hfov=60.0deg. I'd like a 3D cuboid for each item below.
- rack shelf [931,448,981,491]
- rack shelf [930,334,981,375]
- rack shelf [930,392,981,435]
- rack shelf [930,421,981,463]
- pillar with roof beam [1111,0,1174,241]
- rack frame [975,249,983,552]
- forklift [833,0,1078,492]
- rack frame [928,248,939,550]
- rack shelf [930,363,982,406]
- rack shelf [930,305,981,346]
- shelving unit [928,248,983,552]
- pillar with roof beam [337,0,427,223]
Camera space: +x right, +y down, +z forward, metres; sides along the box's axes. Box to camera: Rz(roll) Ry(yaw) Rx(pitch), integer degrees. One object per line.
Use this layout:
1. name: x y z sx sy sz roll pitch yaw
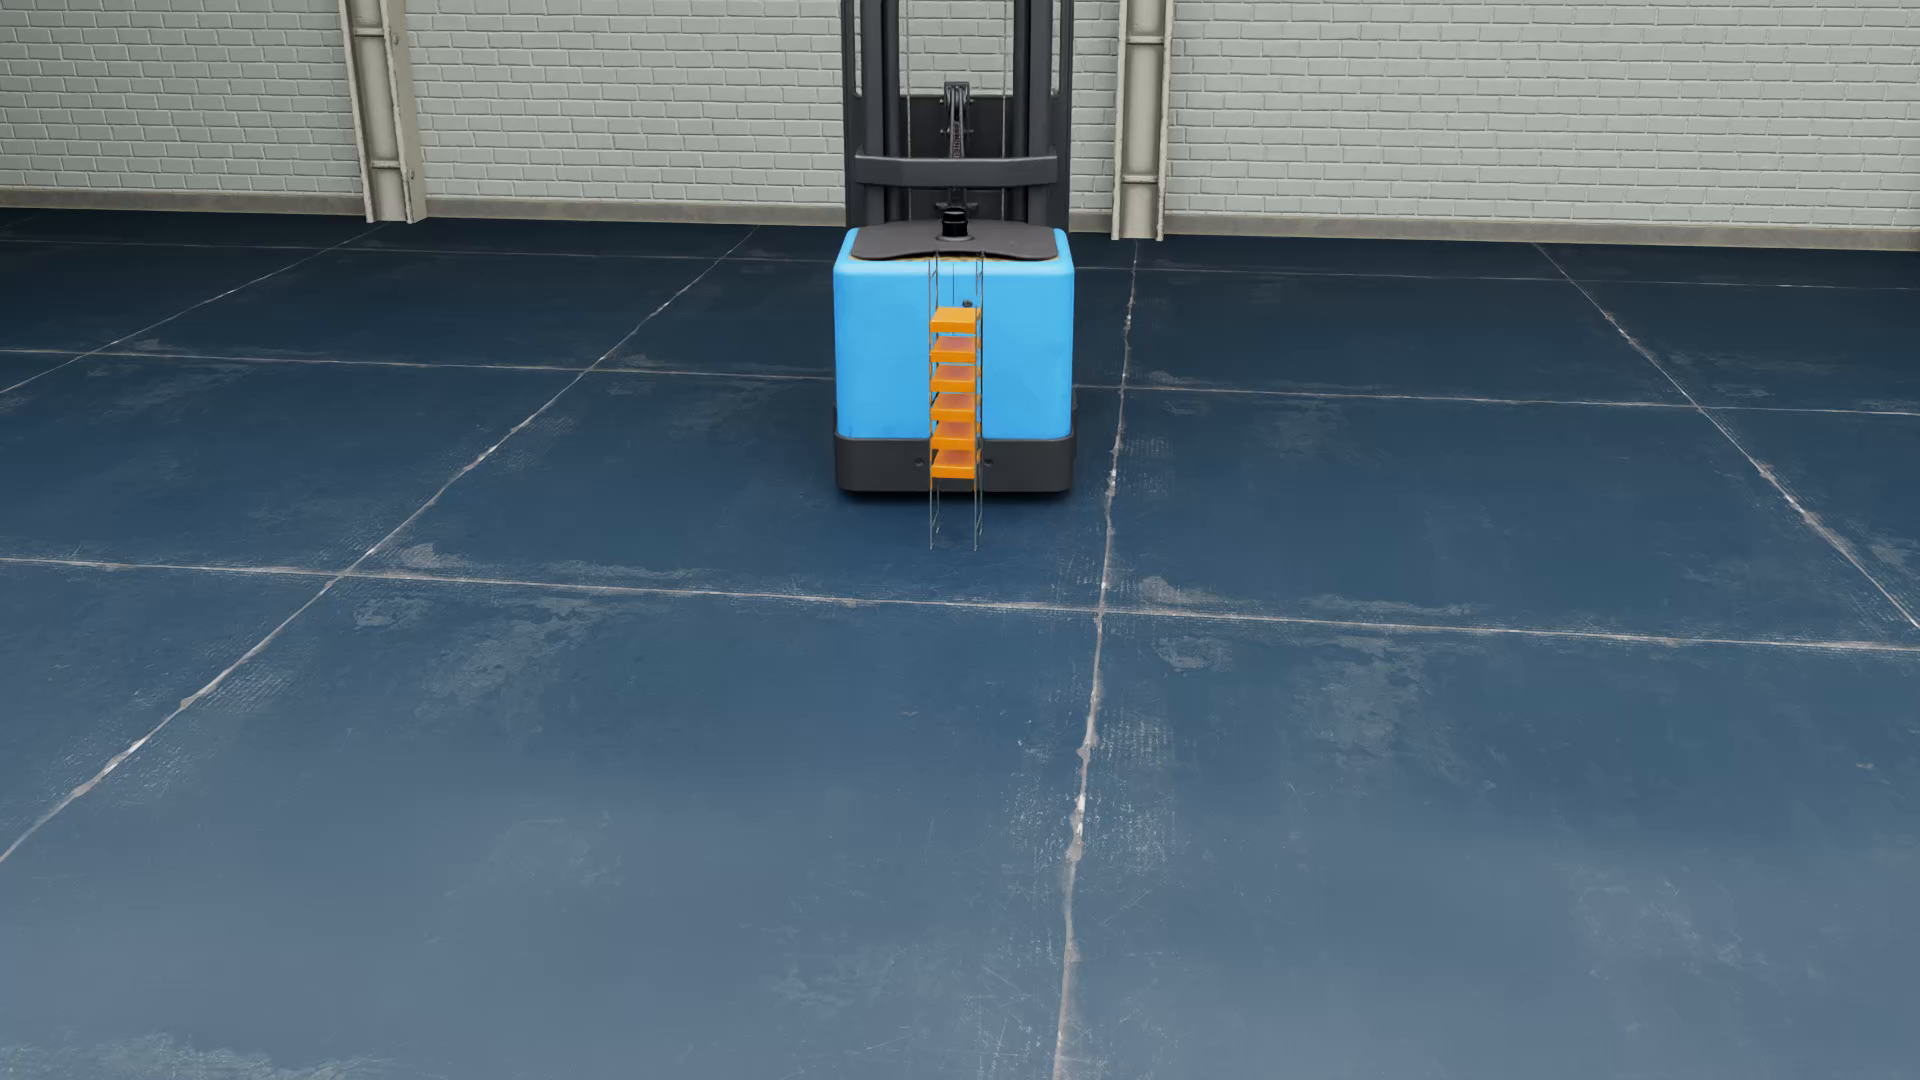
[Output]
1. rack shelf: -0.014 -0.294 6.825 0.180 0.103 0.258 2 22 6
2. rack shelf: -0.014 -0.740 6.649 0.180 0.103 0.258 2 22 6
3. rack shelf: -0.014 -0.517 6.737 0.180 0.103 0.258 2 22 6
4. rack shelf: -0.014 -0.406 6.781 0.180 0.103 0.258 2 22 6
5. pillar with roof beam: 0.870 -4.968 7.266 0.400 9.000 9.100 2 22 6
6. rack frame: 0.076 -0.555 6.711 0.006 1.200 0.240 2 22 6
7. forklift: -0.010 -2.064 8.173 1.130 2.935 3.031 0 22 1
8. rack frame: -0.105 -0.563 6.731 0.006 1.200 0.240 2 22 6
9. rack shelf: -0.014 -0.629 6.693 0.180 0.103 0.258 2 22 6
10. rack shelf: -0.014 -0.852 6.605 0.180 0.103 0.258 2 22 6
11. shelving unit: -0.014 -0.559 6.721 0.189 1.200 0.258 2 22 6
12. pillar with roof beam: -5.089 -5.227 7.922 0.400 9.000 9.100 2 22 6
